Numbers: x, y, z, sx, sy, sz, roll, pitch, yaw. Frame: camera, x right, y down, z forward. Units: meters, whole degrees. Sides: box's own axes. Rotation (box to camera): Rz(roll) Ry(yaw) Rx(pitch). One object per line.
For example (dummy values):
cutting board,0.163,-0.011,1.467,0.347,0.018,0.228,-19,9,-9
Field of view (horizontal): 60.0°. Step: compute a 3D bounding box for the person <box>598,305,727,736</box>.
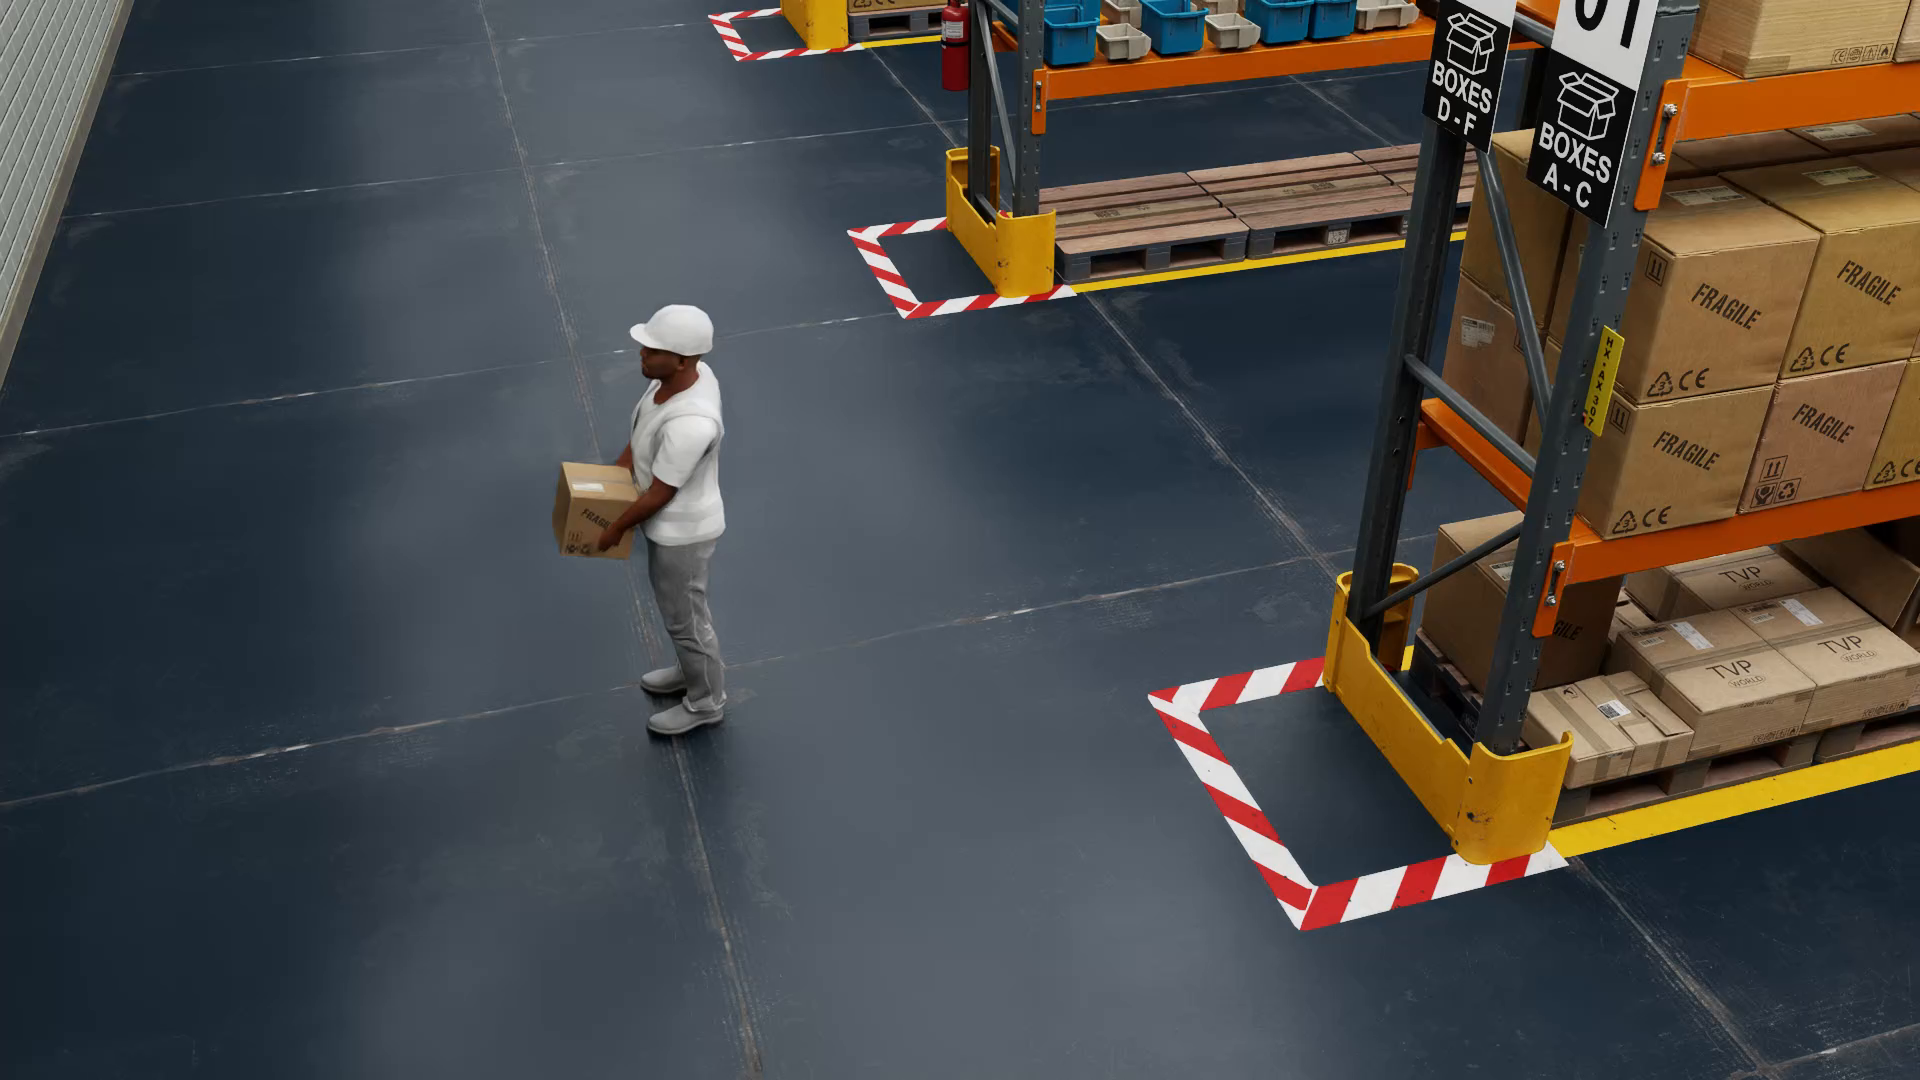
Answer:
person,-1.133,-0.058,6.205,0.571,1.770,0.516,-7,34,-11
